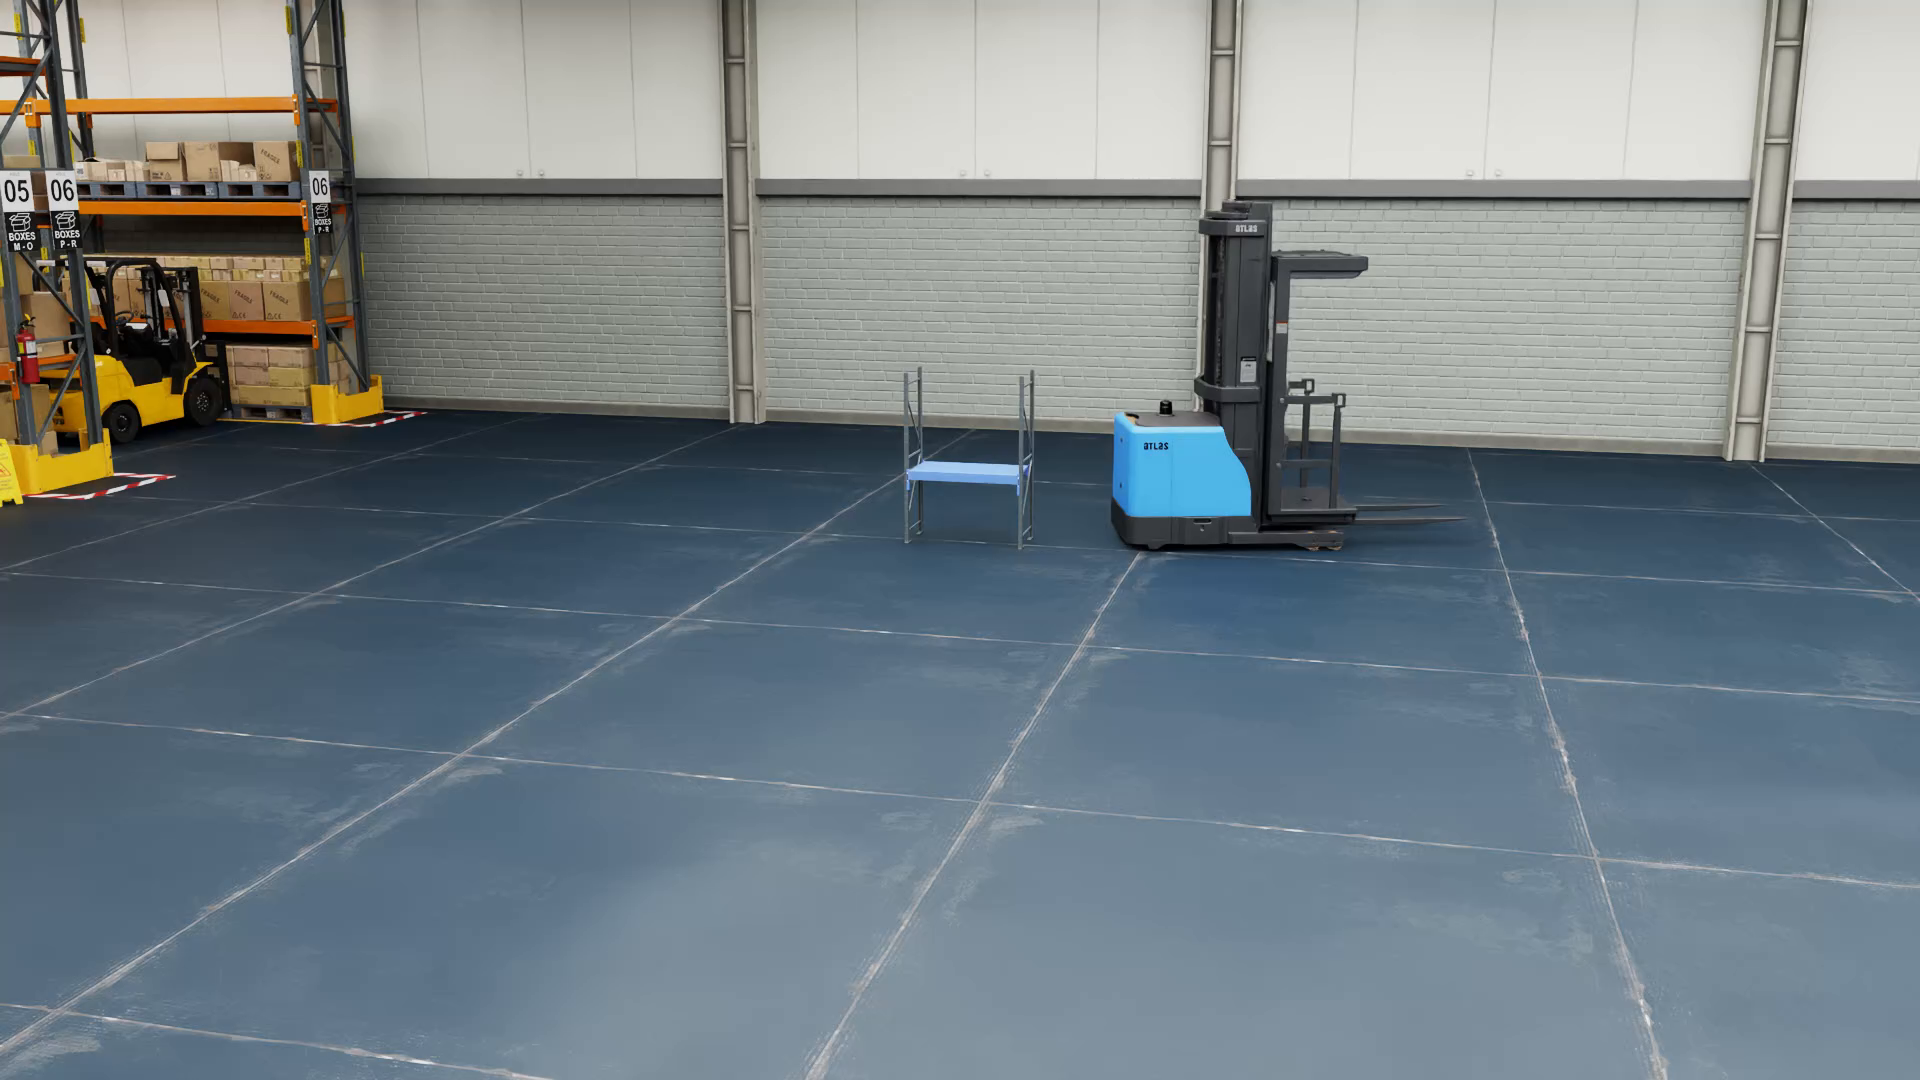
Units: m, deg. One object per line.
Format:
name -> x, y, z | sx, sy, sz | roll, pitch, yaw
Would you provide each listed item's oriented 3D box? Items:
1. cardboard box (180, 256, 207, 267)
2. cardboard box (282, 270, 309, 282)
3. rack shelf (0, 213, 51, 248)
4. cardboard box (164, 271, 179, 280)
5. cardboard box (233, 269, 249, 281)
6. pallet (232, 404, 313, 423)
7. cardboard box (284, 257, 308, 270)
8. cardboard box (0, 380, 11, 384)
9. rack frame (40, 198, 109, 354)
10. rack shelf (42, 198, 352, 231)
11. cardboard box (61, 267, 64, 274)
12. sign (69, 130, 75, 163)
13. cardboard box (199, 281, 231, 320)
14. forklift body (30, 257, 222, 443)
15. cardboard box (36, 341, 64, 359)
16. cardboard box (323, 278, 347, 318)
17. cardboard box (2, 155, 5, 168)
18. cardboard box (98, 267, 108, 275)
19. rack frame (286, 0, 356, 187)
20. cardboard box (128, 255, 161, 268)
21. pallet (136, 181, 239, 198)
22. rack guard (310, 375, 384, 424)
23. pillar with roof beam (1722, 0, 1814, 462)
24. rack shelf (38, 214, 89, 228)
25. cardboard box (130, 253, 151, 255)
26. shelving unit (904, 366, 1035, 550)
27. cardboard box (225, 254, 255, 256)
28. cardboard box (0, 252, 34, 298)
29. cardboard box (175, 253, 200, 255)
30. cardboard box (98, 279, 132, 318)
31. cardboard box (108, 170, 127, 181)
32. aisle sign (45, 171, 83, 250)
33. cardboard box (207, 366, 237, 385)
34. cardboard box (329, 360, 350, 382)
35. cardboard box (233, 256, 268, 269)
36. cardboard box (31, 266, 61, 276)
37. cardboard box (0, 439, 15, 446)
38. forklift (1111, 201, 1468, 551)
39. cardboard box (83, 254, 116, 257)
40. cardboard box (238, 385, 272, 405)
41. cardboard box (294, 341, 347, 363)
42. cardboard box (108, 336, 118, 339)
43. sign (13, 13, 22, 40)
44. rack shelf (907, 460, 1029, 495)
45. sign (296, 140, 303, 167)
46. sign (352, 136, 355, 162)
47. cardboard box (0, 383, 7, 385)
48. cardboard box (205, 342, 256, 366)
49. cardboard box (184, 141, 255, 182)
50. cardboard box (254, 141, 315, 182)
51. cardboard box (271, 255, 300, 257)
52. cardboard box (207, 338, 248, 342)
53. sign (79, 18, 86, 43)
cardboard box -> -10.016, -3.656, 21.874 | 0.250, 0.149, 0.380 | 3, 13, 14
cardboard box -> -8.531, -3.418, 21.484 | 0.250, 0.149, 0.380 | 3, 13, 14
rack shelf -> -11.255, -3.266, 17.265 | 4.000, 0.370, 1.077 | 3, 13, 14
cardboard box -> -10.268, -3.510, 21.900 | 0.250, 0.149, 0.380 | 3, 13, 12
cardboard box -> -9.261, -3.466, 21.703 | 0.250, 0.149, 0.380 | 3, 13, 13
pallet -> -8.880, -1.763, 22.191 | 1.213, 0.211, 1.003 | 3, 13, 14
cardboard box -> -8.525, -3.578, 21.520 | 0.250, 0.149, 0.380 | 3, 13, 14
cardboard box -> -13.271, -2.413, 23.197 | 0.625, 0.625, 0.875 | 3, 13, 13
rack frame -> -12.011, -3.301, 22.685 | 0.127, 3.000, 1.000 | 3, 13, 14
rack shelf -> -10.069, -4.310, 21.971 | 4.000, 0.370, 1.077 | 3, 13, 14
cardboard box -> -12.300, -3.729, 22.890 | 0.250, 0.149, 0.380 | 3, 13, 12
sign -> -9.183, -4.054, 17.139 | 0.005, 0.325, 0.100 | 3, 13, 14
cardboard box -> -9.667, -3.168, 21.855 | 0.500, 0.500, 0.500 | 3, 13, 12
forklift body -> -10.405, -2.393, 20.556 | 1.214, 2.155, 2.313 | 3, 13, 14
cardboard box -> -9.593, -1.988, 17.347 | 0.250, 0.149, 0.380 | 3, 13, 14
cardboard box -> -8.542, -3.226, 22.118 | 0.500, 0.500, 0.500 | 3, 13, 15
cardboard box -> -9.712, -3.736, 16.459 | 0.250, 0.149, 0.380 | 3, 13, 14
cardboard box -> -11.253, -3.574, 22.187 | 0.250, 0.149, 0.380 | 3, 13, 13
rack frame -> -8.127, -6.022, 21.100 | 0.127, 3.000, 1.000 | 3, 13, 14
cardboard box -> -10.763, -3.684, 21.997 | 0.250, 0.149, 0.380 | 3, 13, 13
pallet -> -9.996, -4.619, 21.908 | 1.213, 0.211, 1.003 | 3, 13, 14
rack guard -> -8.104, -1.872, 22.015 | 0.348, 0.500, 1.175 | 3, 13, 14
pillar with roof beam -> 7.857, -4.408, 13.826 | 0.400, 9.000, 9.100 | 3, 13, 14
rack shelf -> -13.952, -4.518, 22.906 | 4.000, 0.370, 1.077 | 3, 13, 14
cardboard box -> -11.134, -3.826, 22.637 | 0.250, 0.149, 0.380 | 3, 13, 13
shelving unit -> 0.083, -0.728, 14.551 | 1.048, 1.500, 0.538 | 3, 13, 14
cardboard box -> -9.638, -3.756, 22.324 | 0.250, 0.149, 0.380 | 3, 13, 12
cardboard box -> -9.861, -2.712, 16.805 | 0.500, 0.500, 0.700 | 3, 13, 12
cardboard box -> -10.393, -3.785, 22.454 | 0.250, 0.149, 0.380 | 3, 13, 13
cardboard box -> -11.133, -3.248, 22.217 | 0.500, 0.500, 0.500 | 3, 13, 15
cardboard box -> -10.902, -4.769, 21.759 | 0.250, 0.149, 0.380 | 3, 13, 15
aisle sign -> -9.178, -3.380, 17.042 | 0.004, 0.787, 0.394 | 3, 13, 14
cardboard box -> -9.665, -2.210, 21.994 | 0.500, 0.250, 0.500 | 3, 13, 12
cardboard box -> -8.534, -2.268, 22.255 | 0.500, 0.250, 0.500 | 3, 13, 15
cardboard box -> -9.257, -3.621, 21.713 | 0.250, 0.149, 0.380 | 3, 13, 14
cardboard box -> -12.395, -3.637, 22.474 | 0.250, 0.149, 0.380 | 4, 13, 15
cardboard box -> -10.185, -0.898, 17.236 | 0.500, 0.250, 0.500 | 3, 13, 13
forklift -> 2.912, -1.454, 14.519 | 3.031, 2.935, 1.130 | -1, 13, -3
cardboard box -> -11.492, -3.742, 22.257 | 0.250, 0.149, 0.380 | 3, 13, 14
cardboard box -> -9.140, -1.941, 21.938 | 0.500, 0.250, 0.500 | 3, 13, 14
cardboard box -> -8.548, -2.509, 22.186 | 0.500, 0.250, 0.500 | 3, 13, 13
cardboard box -> -11.487, -2.667, 22.898 | 0.500, 0.250, 0.500 | 3, 13, 15
sign -> -12.129, -6.609, 21.409 | 0.005, 0.325, 0.100 | 3, 13, 14
rack shelf -> 0.083, -0.552, 14.590 | 1.000, 0.185, 0.538 | 3, 13, 14
sign -> -8.271, -4.838, 20.826 | 0.005, 0.325, 0.100 | 3, 13, 14
sign -> -7.988, -5.139, 21.846 | 0.005, 0.325, 0.100 | 3, 13, 14
cardboard box -> -10.562, -1.405, 17.789 | 0.500, 0.500, 0.500 | 3, 13, 11
cardboard box -> -9.638, -2.452, 21.928 | 0.500, 0.250, 0.500 | 3, 13, 14
cardboard box -> -9.586, -4.906, 21.565 | 0.500, 0.500, 0.700 | 3, 13, 14
cardboard box -> -8.615, -4.832, 21.230 | 0.500, 0.500, 0.500 | 3, 13, 15
cardboard box -> -8.908, -3.698, 22.059 | 0.250, 0.149, 0.380 | 3, 13, 15
cardboard box -> -10.013, -2.590, 22.553 | 0.500, 0.250, 0.500 | 3, 13, 12
sign -> -11.854, -6.878, 22.438 | 0.005, 0.325, 0.100 | 3, 13, 14
